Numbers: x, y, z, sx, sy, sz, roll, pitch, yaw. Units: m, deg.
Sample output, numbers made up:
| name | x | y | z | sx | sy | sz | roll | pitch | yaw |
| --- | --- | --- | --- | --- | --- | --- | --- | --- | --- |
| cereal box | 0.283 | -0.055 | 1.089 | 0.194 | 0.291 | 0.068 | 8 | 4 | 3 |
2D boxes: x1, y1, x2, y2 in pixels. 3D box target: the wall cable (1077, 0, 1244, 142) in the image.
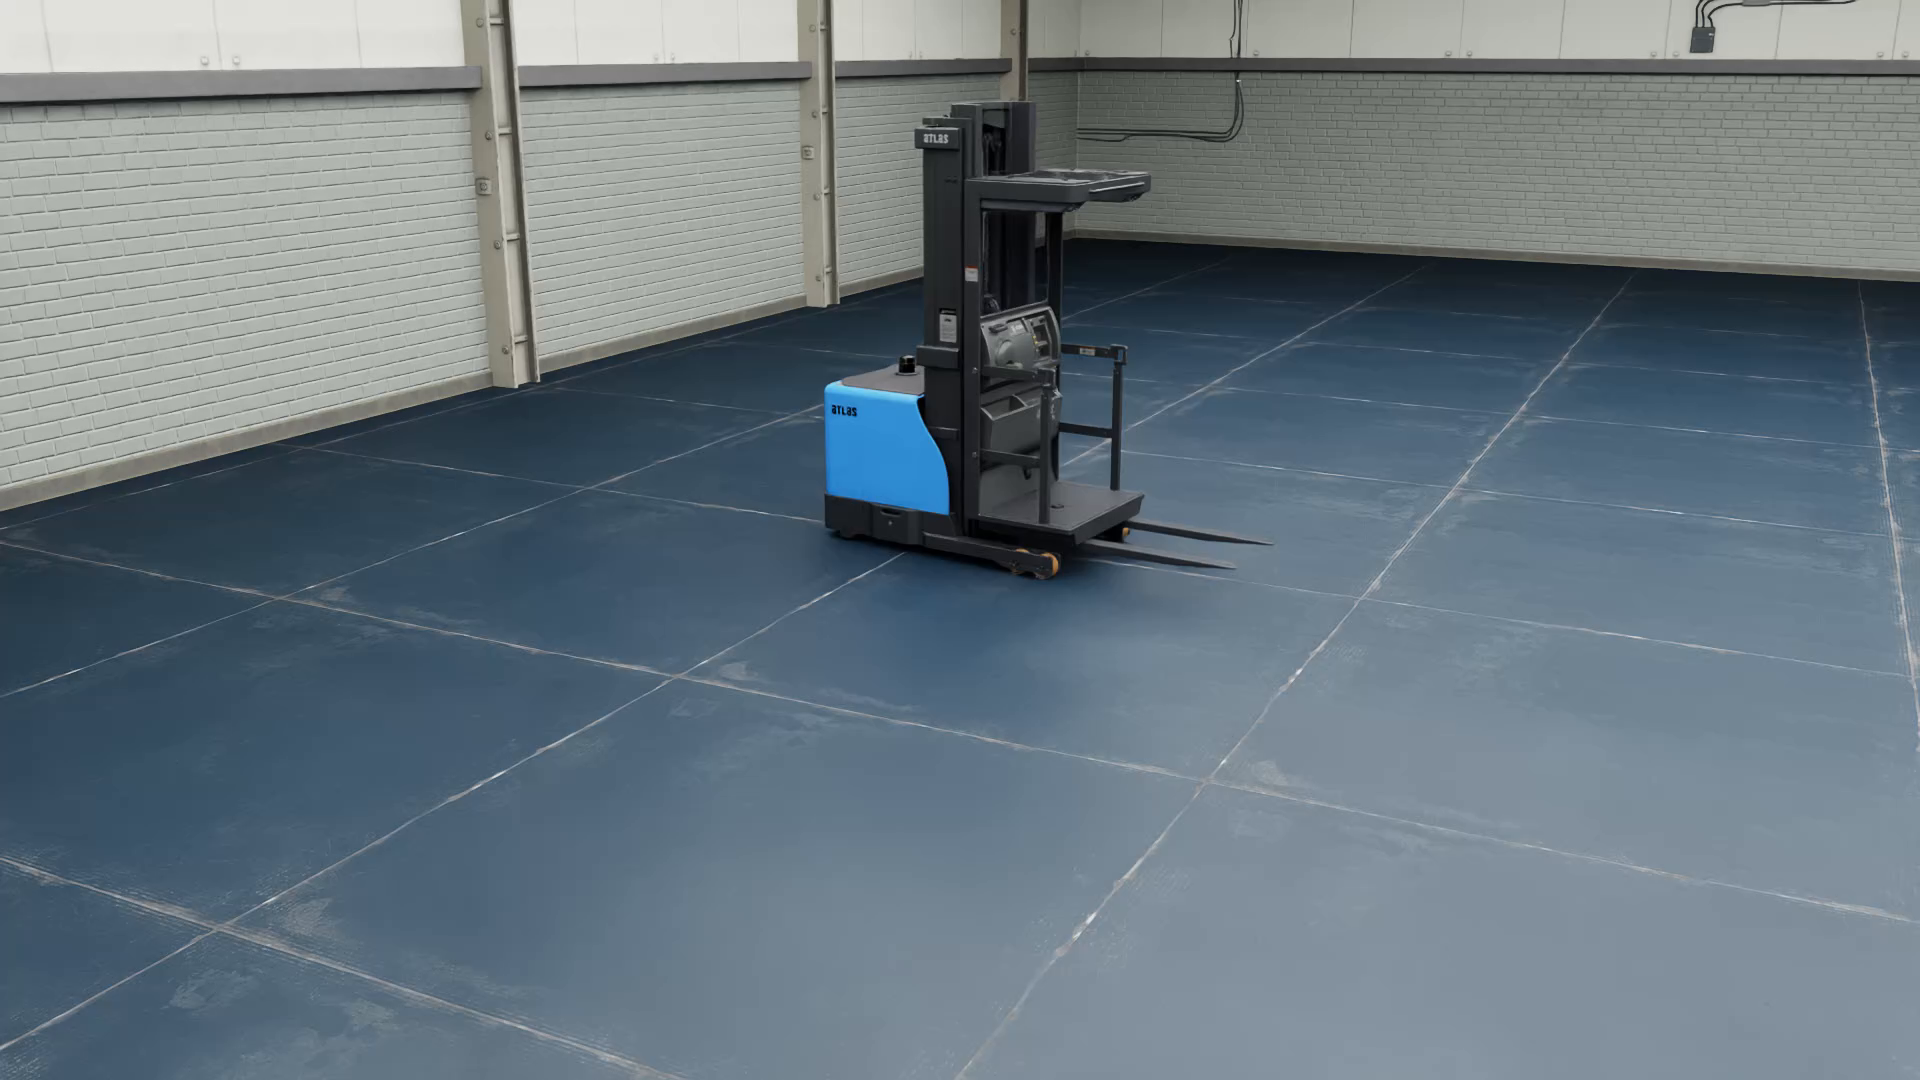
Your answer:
| name | x | y | z | sx | sy | sz | roll | pitch | yaw |
| --- | --- | --- | --- | --- | --- | --- | --- | --- | --- |
| wall cable | 3.356 | -8.052 | 28.282 | 3.097 | 2.526 | 0.112 | 8 | 18 | 25 |

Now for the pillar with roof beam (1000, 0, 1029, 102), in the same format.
| name | x | y | z | sx | sy | sz | roll | pitch | yaw |
| --- | --- | --- | --- | --- | --- | --- | --- | --- | --- |
| pillar with roof beam | 4.708 | -8.411 | 24.036 | 9.100 | 9.000 | 0.400 | 8 | 18 | 25 |

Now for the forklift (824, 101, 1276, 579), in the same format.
| name | x | y | z | sx | sy | sz | roll | pitch | yaw |
| --- | --- | --- | --- | --- | --- | --- | --- | --- | --- |
| forklift | 0.577 | -1.326 | 10.841 | 3.031 | 2.935 | 1.130 | 10 | 19 | 31 |

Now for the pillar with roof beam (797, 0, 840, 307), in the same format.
| name | x | y | z | sx | sy | sz | roll | pitch | yaw |
| --- | --- | --- | --- | --- | --- | --- | --- | --- | --- |
| pillar with roof beam | 2.027 | -6.882 | 18.891 | 9.100 | 9.000 | 0.400 | 8 | 18 | 25 |

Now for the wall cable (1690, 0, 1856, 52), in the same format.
| name | x | y | z | sx | sy | sz | roll | pitch | yaw |
| --- | --- | --- | --- | --- | --- | --- | --- | --- | --- |
| wall cable | 11.842 | -9.959 | 23.276 | 2.305 | 6.003 | 0.169 | 8 | 18 | 25 |

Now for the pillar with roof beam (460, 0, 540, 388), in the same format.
| name | x | y | z | sx | sy | sz | roll | pitch | yaw |
| --- | --- | --- | --- | --- | --- | --- | --- | --- | --- |
| pillar with roof beam | -0.654 | -5.354 | 13.745 | 9.100 | 9.000 | 0.400 | 8 | 18 | 25 |
